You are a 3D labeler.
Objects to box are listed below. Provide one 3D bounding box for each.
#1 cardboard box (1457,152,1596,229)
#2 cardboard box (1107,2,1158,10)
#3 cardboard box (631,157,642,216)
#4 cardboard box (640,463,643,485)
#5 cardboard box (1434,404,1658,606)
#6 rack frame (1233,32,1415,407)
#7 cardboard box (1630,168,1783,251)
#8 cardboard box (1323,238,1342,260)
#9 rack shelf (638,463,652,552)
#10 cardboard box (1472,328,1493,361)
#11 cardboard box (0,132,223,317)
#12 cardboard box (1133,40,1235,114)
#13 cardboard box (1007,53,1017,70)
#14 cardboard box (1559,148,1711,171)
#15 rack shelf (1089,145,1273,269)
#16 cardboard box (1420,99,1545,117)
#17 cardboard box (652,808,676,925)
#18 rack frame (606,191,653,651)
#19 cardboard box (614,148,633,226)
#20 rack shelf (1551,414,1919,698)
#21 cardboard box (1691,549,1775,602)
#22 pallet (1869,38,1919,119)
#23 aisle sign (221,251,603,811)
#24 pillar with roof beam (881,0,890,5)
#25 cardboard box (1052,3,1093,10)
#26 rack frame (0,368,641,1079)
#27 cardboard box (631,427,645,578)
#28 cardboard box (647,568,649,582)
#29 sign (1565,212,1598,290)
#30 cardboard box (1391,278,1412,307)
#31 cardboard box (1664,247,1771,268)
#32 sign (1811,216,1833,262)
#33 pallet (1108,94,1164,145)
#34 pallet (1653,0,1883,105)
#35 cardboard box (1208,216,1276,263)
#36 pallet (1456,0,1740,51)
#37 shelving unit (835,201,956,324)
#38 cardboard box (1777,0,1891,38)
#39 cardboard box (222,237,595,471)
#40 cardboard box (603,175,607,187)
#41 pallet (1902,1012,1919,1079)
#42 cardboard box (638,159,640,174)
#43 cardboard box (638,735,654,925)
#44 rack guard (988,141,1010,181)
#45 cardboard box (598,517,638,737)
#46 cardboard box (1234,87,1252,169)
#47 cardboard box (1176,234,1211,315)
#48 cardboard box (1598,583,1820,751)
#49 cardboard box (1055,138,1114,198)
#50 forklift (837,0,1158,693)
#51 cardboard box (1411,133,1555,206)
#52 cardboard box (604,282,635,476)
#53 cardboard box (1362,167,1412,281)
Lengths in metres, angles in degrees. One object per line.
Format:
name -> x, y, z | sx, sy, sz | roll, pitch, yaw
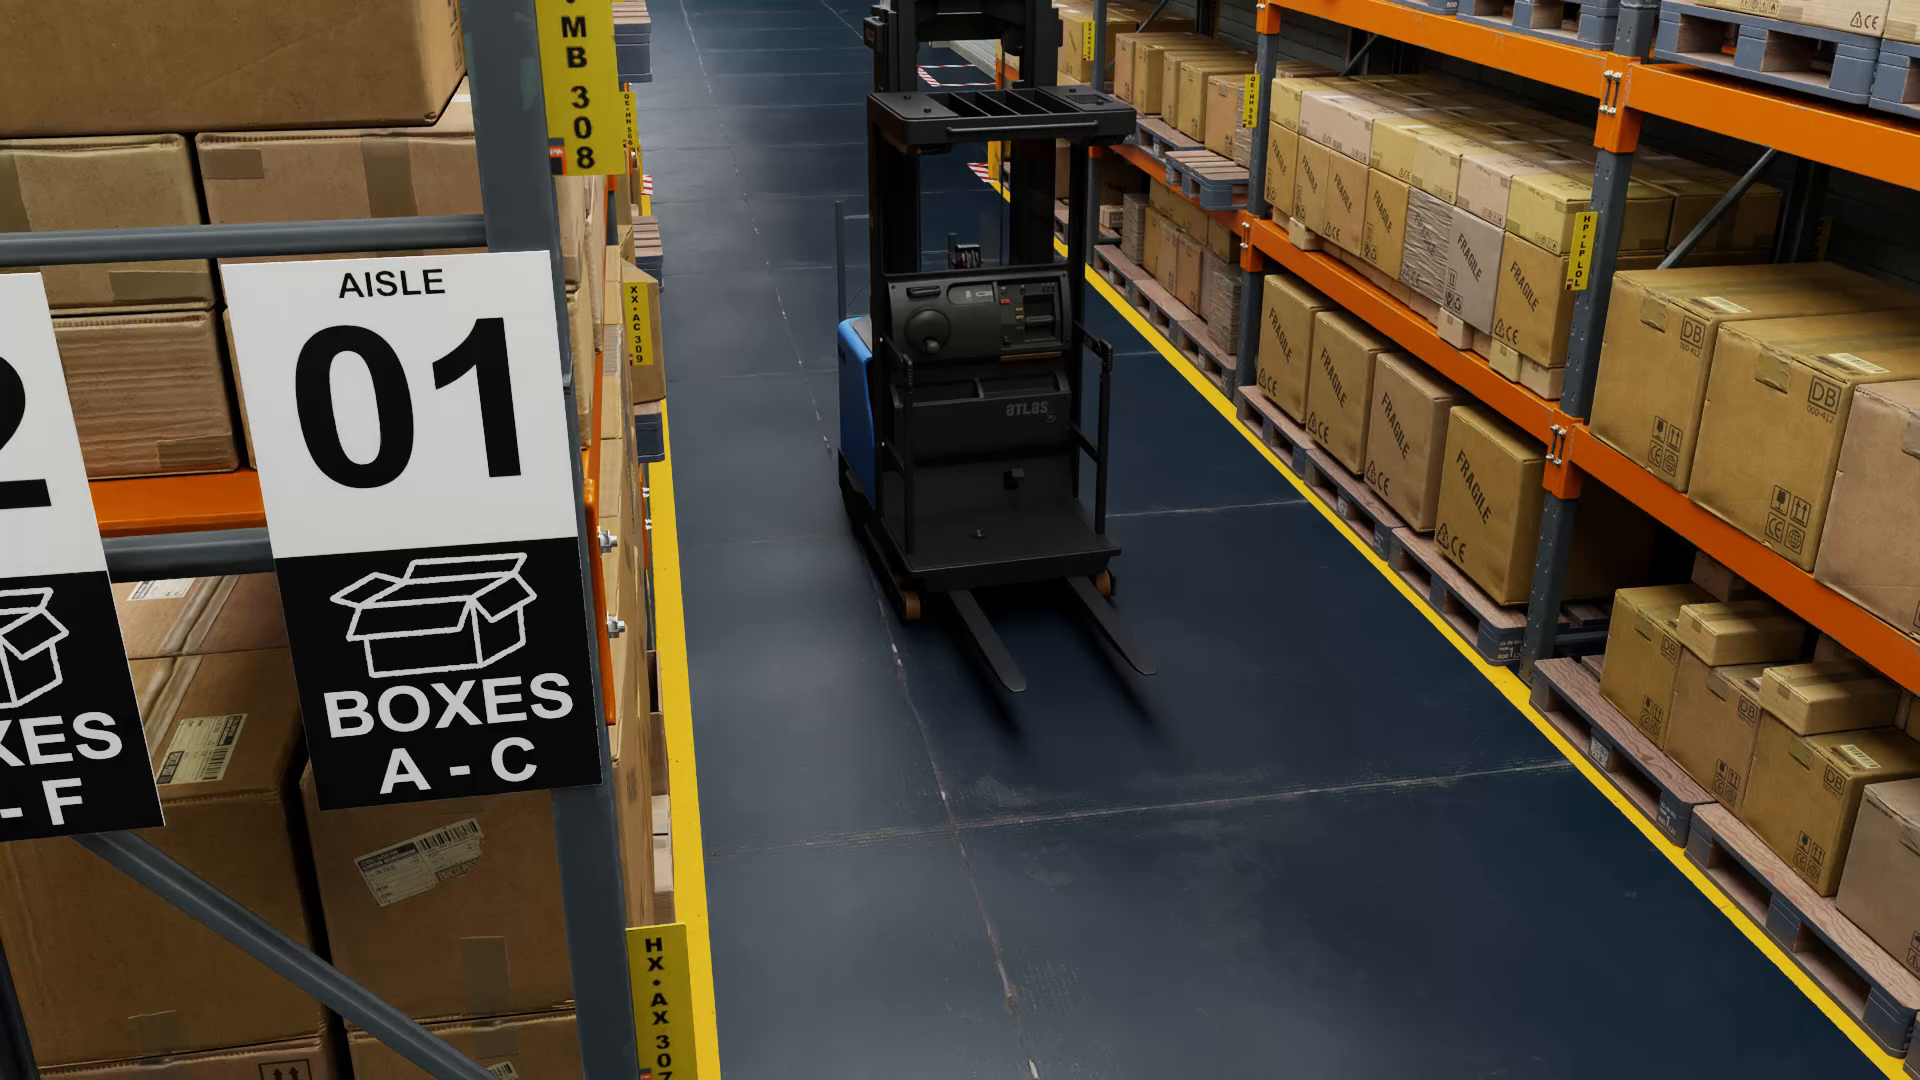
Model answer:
cardboard box -> 2.689, -1.648, 7.817 | 0.500, 0.250, 0.500 | -4, 24, -9
cardboard box -> 1.572, -4.778, 15.667 | 0.500, 0.500, 0.500 | -4, 24, -8
cardboard box -> -3.013, -3.007, 14.361 | 0.500, 0.500, 0.500 | -4, 24, -10
cardboard box -> -1.791, -0.380, 8.009 | 0.500, 0.250, 0.500 | -4, 24, -10
cardboard box -> 2.864, -0.200, 8.121 | 0.750, 0.750, 0.750 | -4, 24, -9
rack frame -> 2.372, -2.320, 10.814 | 1.000, 3.000, 0.127 | -4, 24, -10
cardboard box -> 3.283, -1.482, 7.436 | 0.500, 0.250, 0.500 | -4, 24, -8
cardboard box -> 2.377, -1.767, 9.837 | 0.380, 0.149, 0.250 | -5, 24, -10
rack shelf -> -2.126, -0.836, 8.314 | 1.077, 0.370, 4.000 | -4, 24, -10
cardboard box -> 2.698, -0.955, 7.979 | 0.380, 0.149, 0.250 | -4, 24, -8
cardboard box -> -1.362, -0.523, 2.516 | 0.500, 0.250, 0.500 | -4, 24, -10
cardboard box -> 1.789, -3.718, 13.340 | 0.700, 0.500, 0.500 | -2, 24, -4
cardboard box -> 0.781, -4.988, 17.086 | 0.500, 0.250, 0.500 | -5, 24, -11
cardboard box -> 3.180, -1.687, 7.907 | 0.500, 0.250, 0.500 | -4, 24, -9
rack shelf -> 2.002, -2.777, 12.759 | 1.077, 0.370, 4.000 | -4, 24, -10
cardboard box -> 2.895, -2.290, 9.286 | 0.500, 0.250, 0.500 | -5, 24, -11
cardboard box -> -1.233, 1.150, 5.678 | 0.500, 0.311, 0.500 | -4, 24, -10
rack frame -> -1.756, -0.379, 6.369 | 1.000, 3.000, 0.127 | -4, 24, -10
cardboard box -> -2.268, -1.951, 9.319 | 0.700, 0.500, 0.500 | -13, 27, -27
rack shelf -> 3.482, 0.370, 5.554 | 1.077, 0.370, 4.000 | -4, 24, -10
cardboard box -> 3.318, 0.139, 6.971 | 0.380, 0.149, 0.250 | -4, 24, -10
pallet -> 3.475, -1.279, 4.794 | 1.003, 0.211, 1.213 | -4, 24, -10
aisle sign -> -0.715, 0.009, 2.234 | 0.394, 0.787, 0.004 | -4, 24, -10
pillar with roof beam -> -5.687, -14.766, 31.816 | 9.100, 9.000, 0.400 | -4, 24, -10
cardboard box -> 1.061, -4.735, 15.570 | 0.500, 0.500, 0.500 | -5, 24, -11
rack frame -> -1.016, 1.195, 2.766 | 1.000, 3.000, 0.127 | -4, 24, -10
cardboard box -> -1.314, -0.044, 5.478 | 0.500, 0.500, 0.500 | -4, 24, -8
cardboard box -> -1.715, 0.148, 7.737 | 0.500, 0.500, 0.500 | -4, 24, -9
sign -> 2.580, -1.197, 6.895 | 0.100, 0.325, 0.005 | -4, 24, -10
cardboard box -> 2.541, -1.361, 8.907 | 0.380, 0.149, 0.250 | -4, 24, -8
cardboard box -> 3.274, -1.137, 7.585 | 0.500, 0.500, 0.500 | -5, 24, -12
sign -> 3.657, -1.221, 7.118 | 0.100, 0.325, 0.005 | -4, 24, -10
pallet -> 1.631, -3.494, 13.742 | 1.003, 0.211, 1.213 | -4, 24, -10
pallet -> 3.253, -1.758, 5.890 | 1.003, 0.211, 1.213 | -4, 24, -10
cardboard box -> 2.144, -2.228, 12.240 | 0.500, 0.250, 0.500 | -4, 24, -9
pallet -> 2.894, -2.390, 7.467 | 0.805, 0.209, 1.217 | -5, 24, -12
shelving unit -> -0.398, -1.240, 10.215 | 0.538, 1.500, 1.048 | -6, 24, -14
cardboard box -> 3.061, -1.798, 5.409 | 0.500, 0.250, 0.500 | -5, 24, -11
cardboard box -> -0.861, -0.332, 2.702 | 0.500, 0.250, 0.500 | -4, 24, -10
cardboard box -> -1.221, -1.119, 4.505 | 0.500, 0.250, 0.500 | -4, 24, -10
pallet -> 3.627, 1.796, 4.874 | 1.003, 0.211, 1.213 | -4, 24, -10
cardboard box -> -3.384, -3.793, 16.162 | 0.500, 0.500, 0.500 | -4, 24, -10
cardboard box -> -0.940, 0.752, 3.655 | 0.500, 0.500, 0.500 | -5, 24, -10
rack guard -> 0.907, -4.291, 18.451 | 1.175, 0.500, 0.348 | -4, 24, -10
cardboard box -> -0.943, 0.292, 3.460 | 0.500, 0.500, 0.500 | -4, 24, -9
cardboard box -> 2.275, -2.752, 11.128 | 0.700, 0.500, 0.500 | -7, 25, -16
cardboard box -> 2.087, -2.060, 12.792 | 0.700, 0.500, 0.500 | -4, 24, -10
cardboard box -> 3.149, 0.508, 6.937 | 0.700, 0.500, 0.500 | -4, 24, -9
cardboard box -> 1.124, -3.727, 16.610 | 0.700, 0.500, 0.500 | -6, 24, -13
forklift -> 0.161, -1.101, 8.110 | 1.130, 2.935, 3.031 | -6, 24, -14
cardboard box -> 2.595, -1.849, 8.277 | 0.500, 0.250, 0.500 | -4, 24, -9
cardboard box -> -1.310, -0.501, 5.276 | 0.500, 0.500, 0.500 | -5, 24, -11
cardboard box -> 2.493, -1.695, 8.862 | 0.500, 0.500, 0.500 | -4, 24, -8
